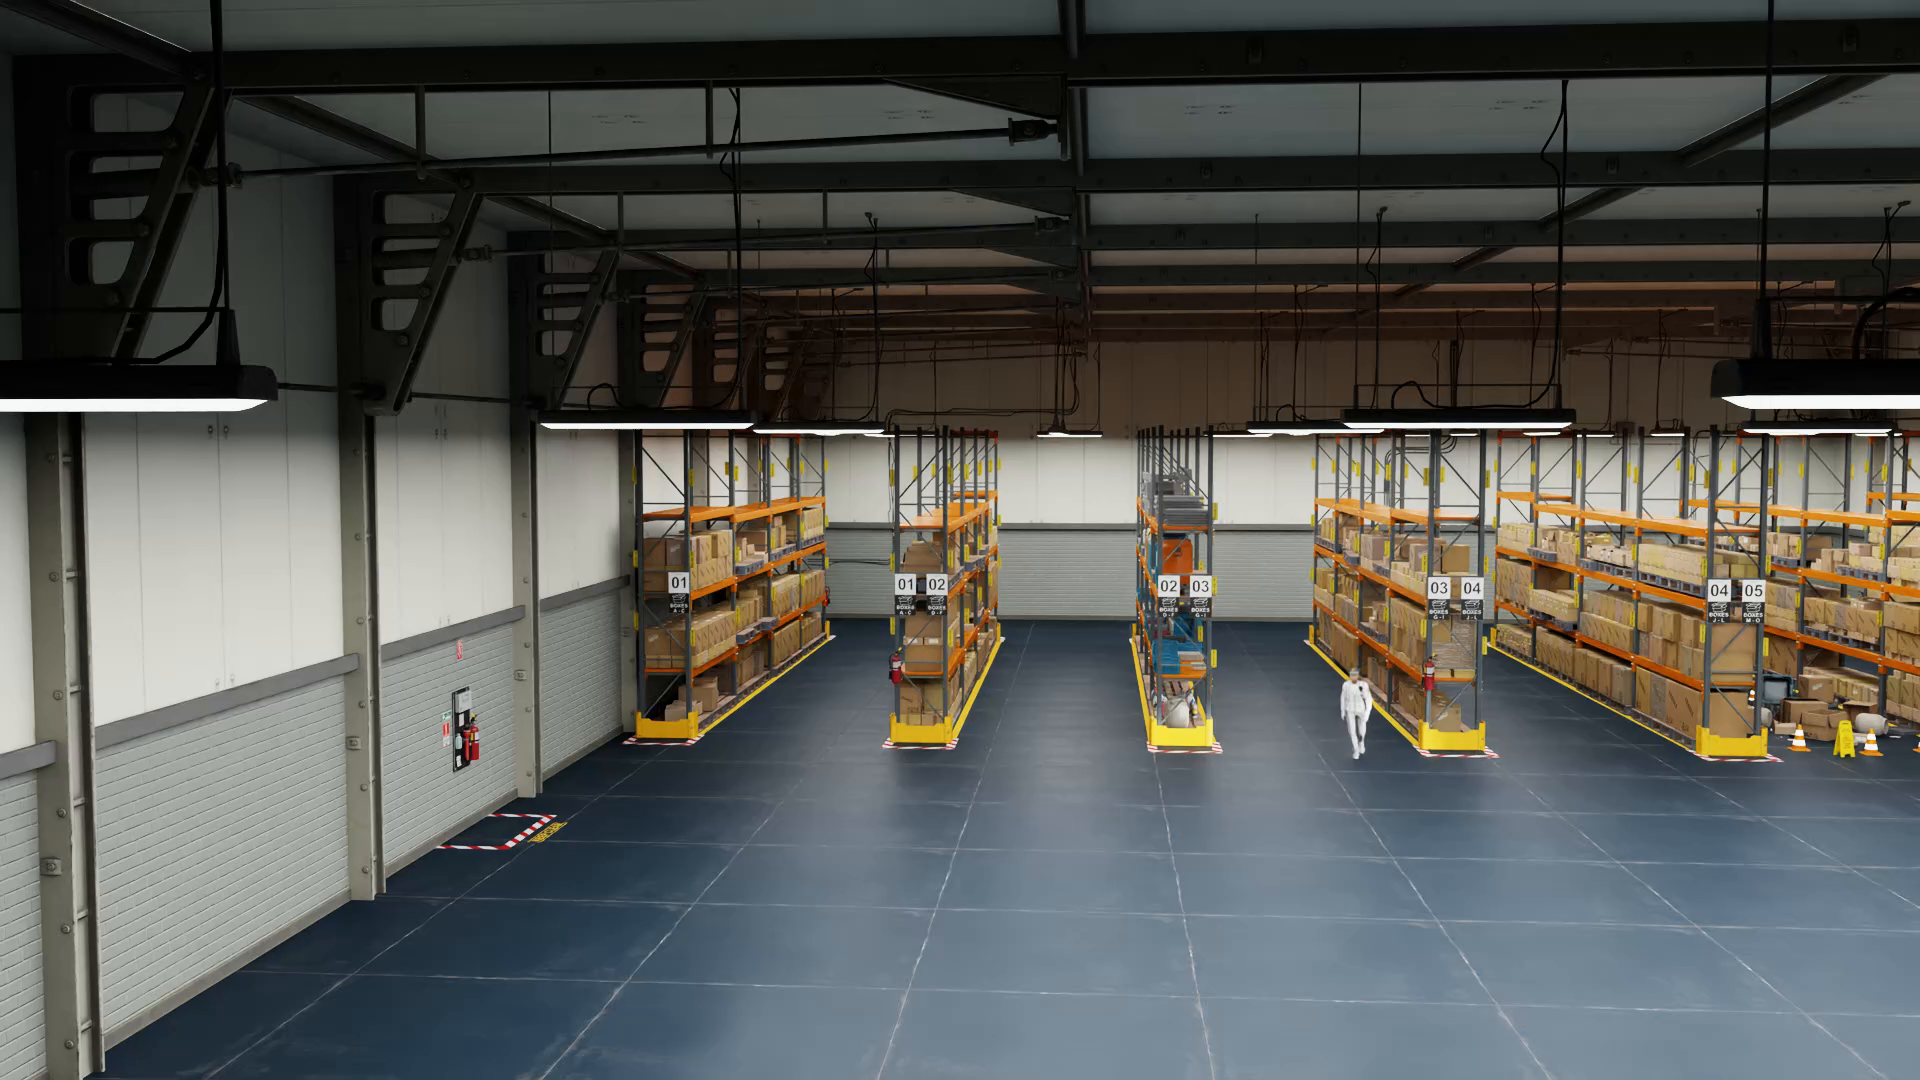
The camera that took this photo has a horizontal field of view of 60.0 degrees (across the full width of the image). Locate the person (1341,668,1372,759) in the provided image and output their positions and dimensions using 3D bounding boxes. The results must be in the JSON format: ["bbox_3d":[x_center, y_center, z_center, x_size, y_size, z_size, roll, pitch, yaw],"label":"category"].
[{"bbox_3d":[7.164,3.098,30.037,0.550,1.655,0.570,1,4,19],"label":"person"}]

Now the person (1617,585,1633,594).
[{"bbox_3d":[20.011,1.835,49.988,0.989,1.745,0.574,-2,4,-27],"label":"person"}]
